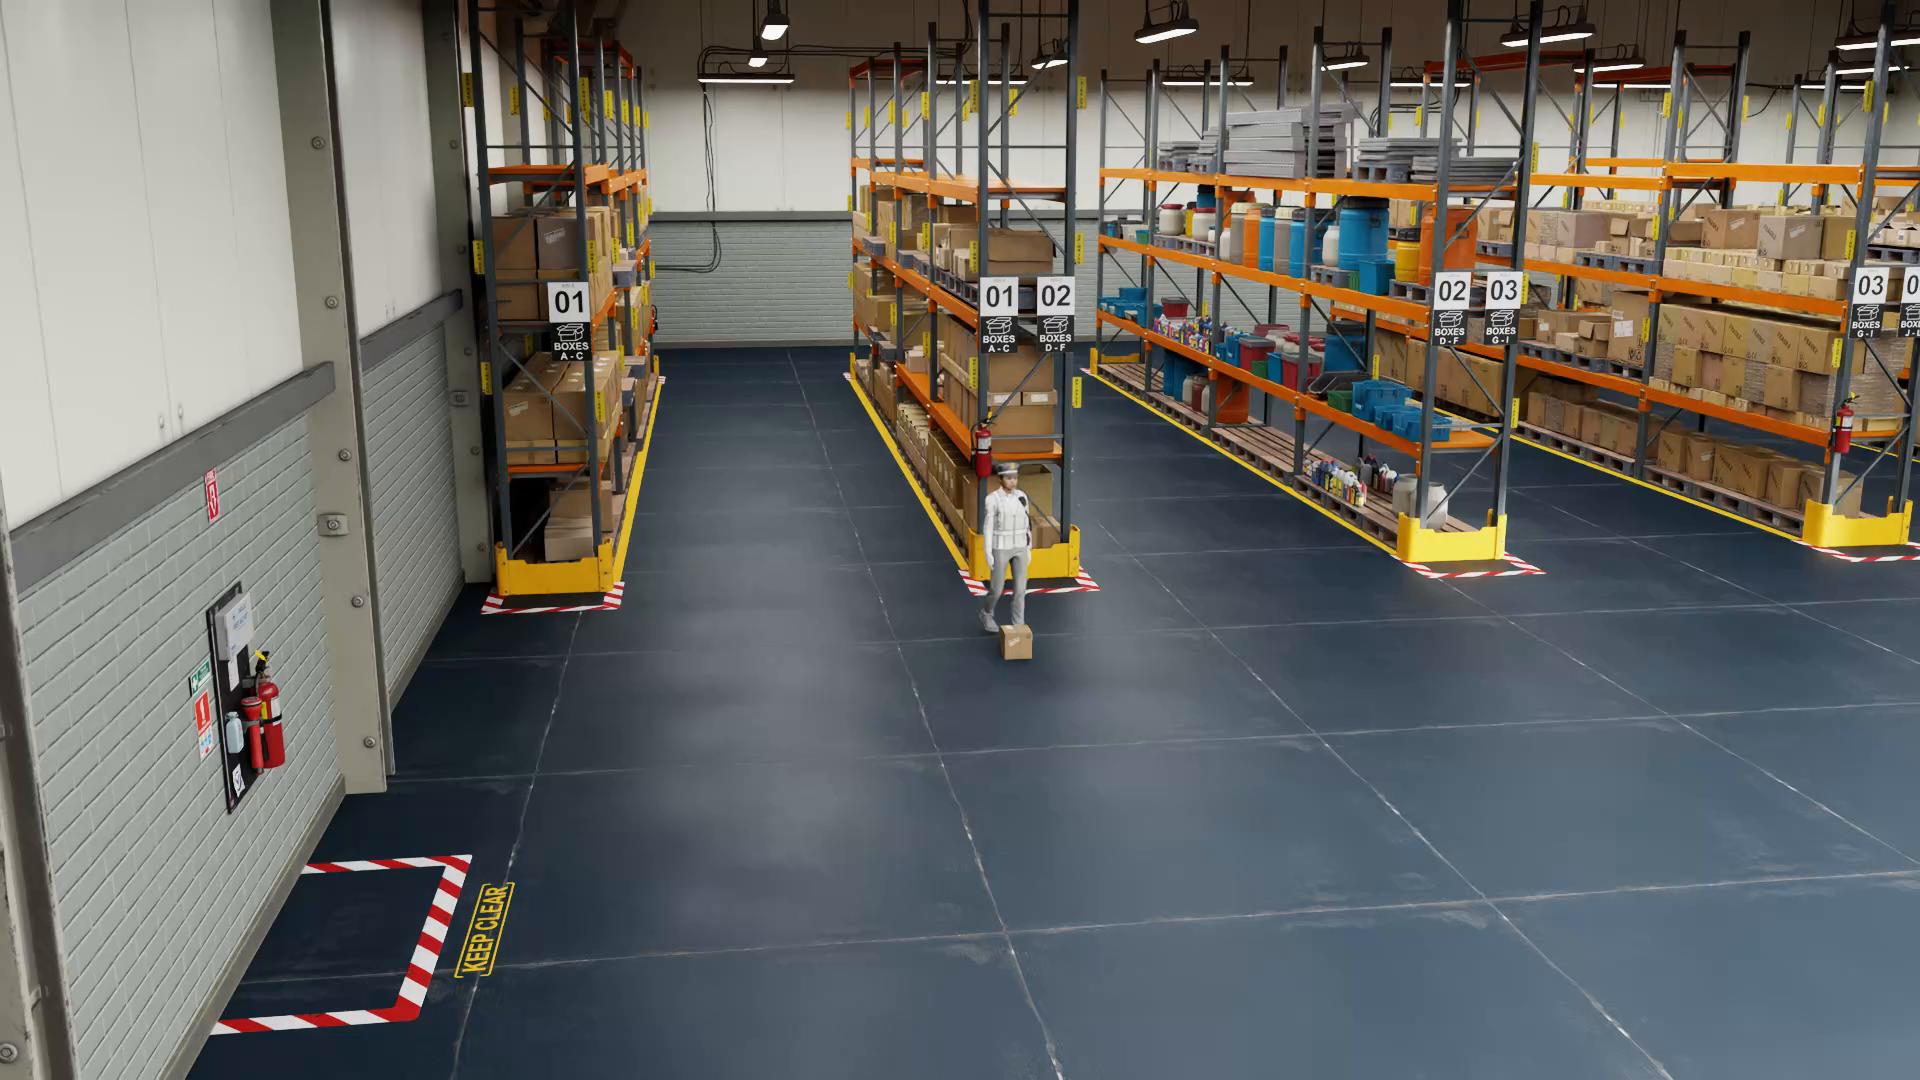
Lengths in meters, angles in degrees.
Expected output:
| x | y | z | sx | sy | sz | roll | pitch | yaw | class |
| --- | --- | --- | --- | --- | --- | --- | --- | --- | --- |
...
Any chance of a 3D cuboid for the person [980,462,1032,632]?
| x | y | z | sx | sy | sz | roll | pitch | yaw | class |
| --- | --- | --- | --- | --- | --- | --- | --- | --- | --- |
| 0.450 | 0.092 | 15.499 | 0.507 | 1.677 | 0.641 | -5 | 14 | -21 | person |
